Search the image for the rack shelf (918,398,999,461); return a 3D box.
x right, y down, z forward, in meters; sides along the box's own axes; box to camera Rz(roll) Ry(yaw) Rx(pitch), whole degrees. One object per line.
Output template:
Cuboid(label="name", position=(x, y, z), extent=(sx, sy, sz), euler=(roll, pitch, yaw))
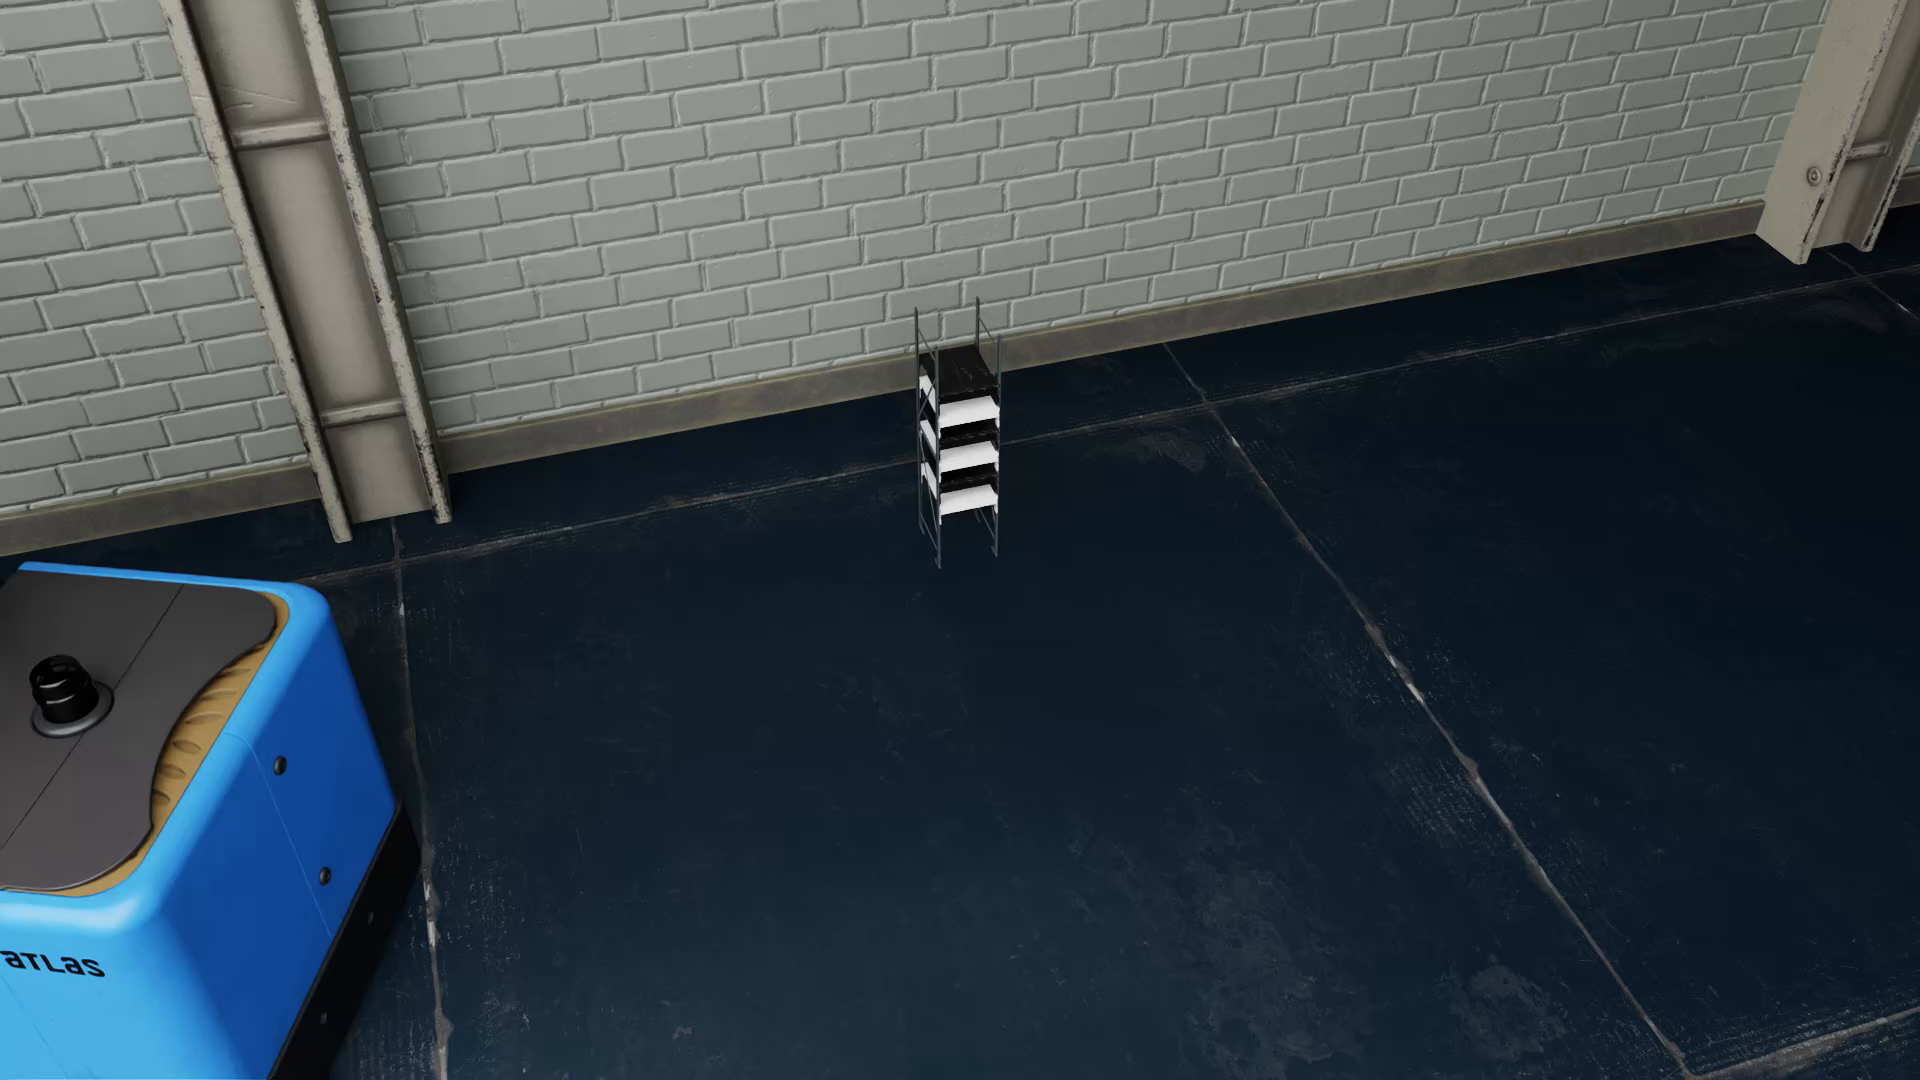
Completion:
Cuboid(label="rack shelf", position=(-0.008, -0.380, 5.415), extent=(0.200, 0.077, 0.258), euler=(-12, 42, -13))

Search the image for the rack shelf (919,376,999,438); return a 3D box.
Cuboid(label="rack shelf", position=(-0.008, -0.448, 5.356), extent=(0.200, 0.077, 0.258), euler=(-12, 42, -13))

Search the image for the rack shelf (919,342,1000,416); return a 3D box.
Cuboid(label="rack shelf", position=(-0.008, -0.516, 5.296), extent=(0.200, 0.077, 0.258), euler=(-12, 42, -13))

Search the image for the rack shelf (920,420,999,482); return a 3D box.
Cuboid(label="rack shelf", position=(-0.008, -0.312, 5.474), extent=(0.200, 0.077, 0.258), euler=(-12, 42, -13))

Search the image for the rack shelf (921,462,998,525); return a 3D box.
Cuboid(label="rack shelf", position=(-0.008, -0.177, 5.592), extent=(0.200, 0.077, 0.258), euler=(-12, 42, -13))

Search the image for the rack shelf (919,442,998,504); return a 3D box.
Cuboid(label="rack shelf", position=(-0.008, -0.244, 5.533), extent=(0.200, 0.077, 0.258), euler=(-12, 42, -13))

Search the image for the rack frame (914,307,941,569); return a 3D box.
Cuboid(label="rack frame", position=(-0.105, -0.317, 5.429), extent=(0.006, 0.900, 0.240), euler=(-12, 42, -13))

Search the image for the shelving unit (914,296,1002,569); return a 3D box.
Cuboid(label="shelving unit", position=(-0.008, -0.337, 5.452), extent=(0.210, 0.900, 0.258), euler=(-12, 42, -13))

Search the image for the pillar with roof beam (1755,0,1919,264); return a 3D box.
Cuboid(label="pillar with roof beam", position=(5.004, -1.997, 1.197), extent=(0.400, 9.000, 9.100), euler=(-12, 42, -13))

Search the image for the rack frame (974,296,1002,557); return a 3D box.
Cuboid(label="rack frame", position=(0.089, -0.357, 5.475), extent=(0.006, 0.900, 0.240), euler=(-12, 42, -13))

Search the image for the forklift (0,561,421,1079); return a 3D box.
Cuboid(label="forklift", position=(-3.052, 0.014, 3.506), extent=(3.031, 2.935, 1.130), euler=(4, 41, 5))
